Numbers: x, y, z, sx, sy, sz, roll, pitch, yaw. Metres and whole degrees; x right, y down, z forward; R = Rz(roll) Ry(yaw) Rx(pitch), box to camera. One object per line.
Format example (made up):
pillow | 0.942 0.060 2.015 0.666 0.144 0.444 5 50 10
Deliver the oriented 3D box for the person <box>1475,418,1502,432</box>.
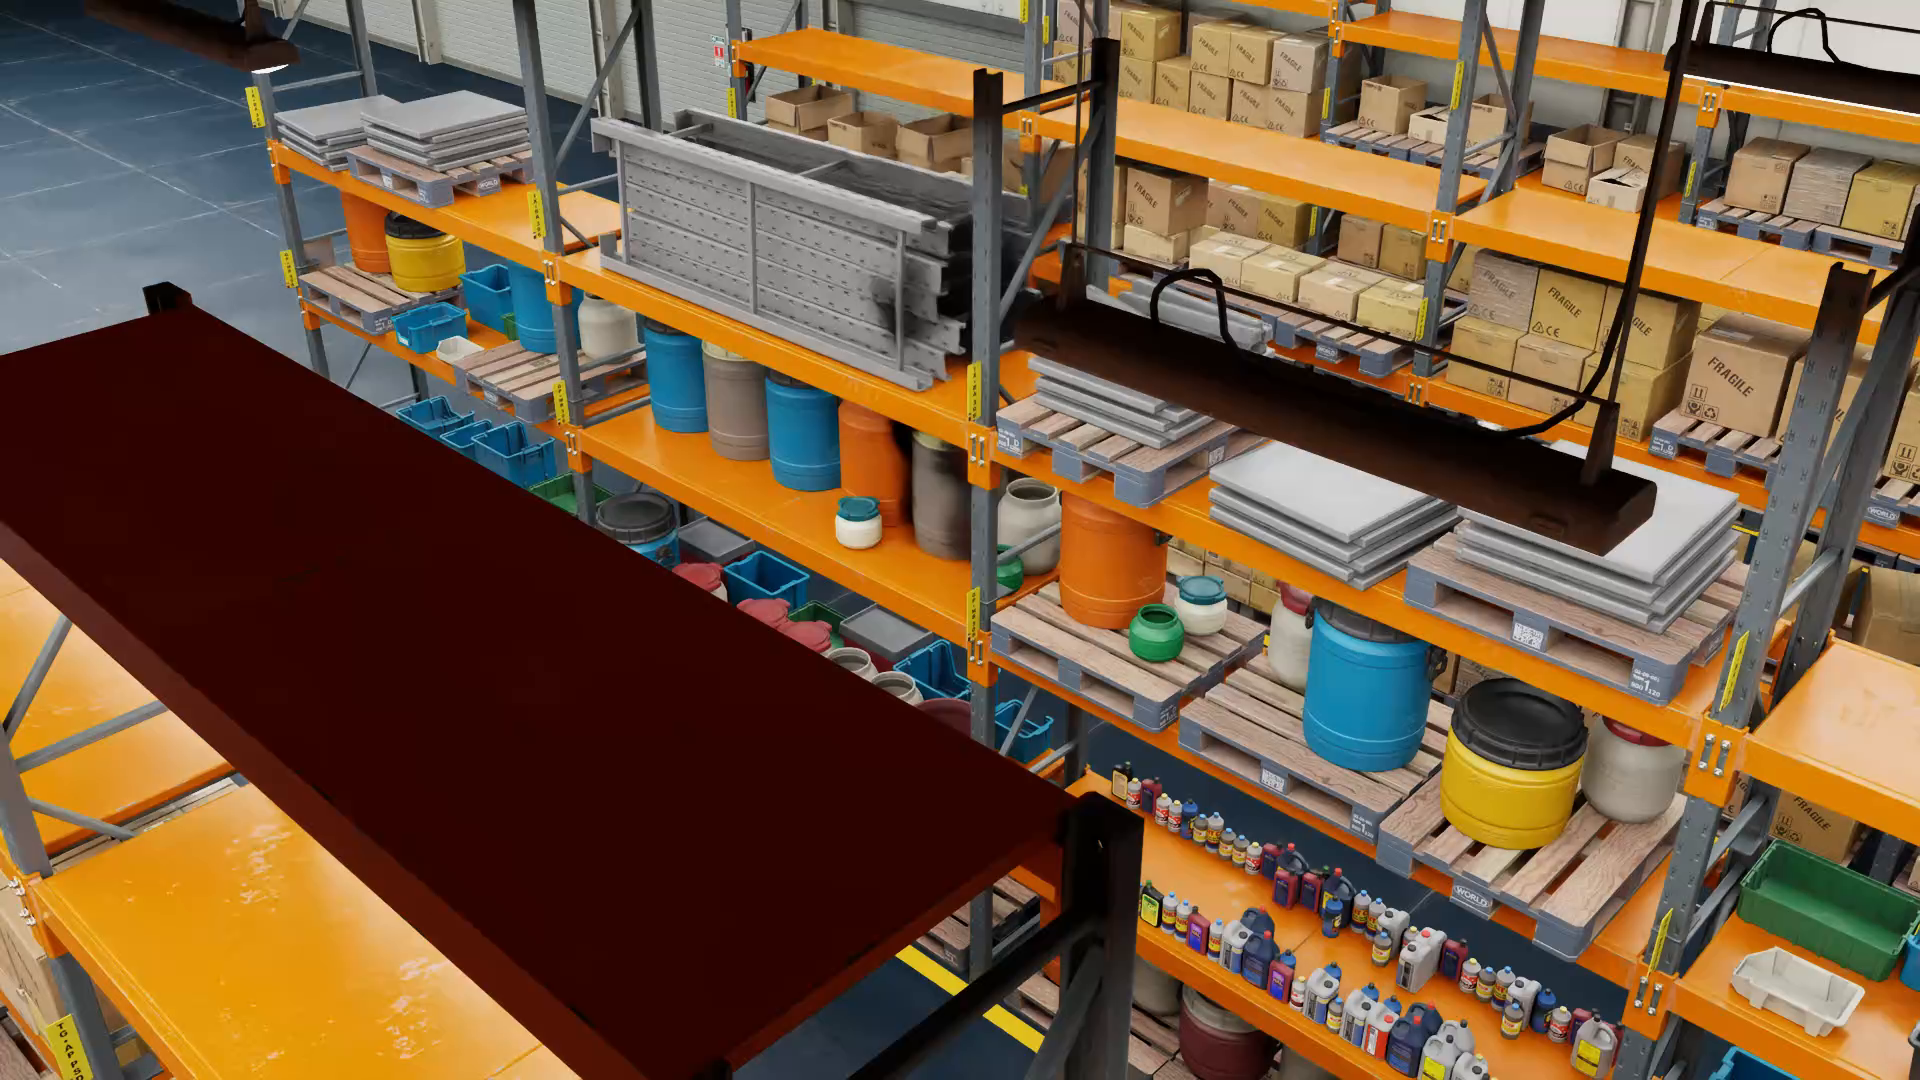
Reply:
person | 4.845 -0.707 15.784 0.586 1.672 0.562 17 34 28
